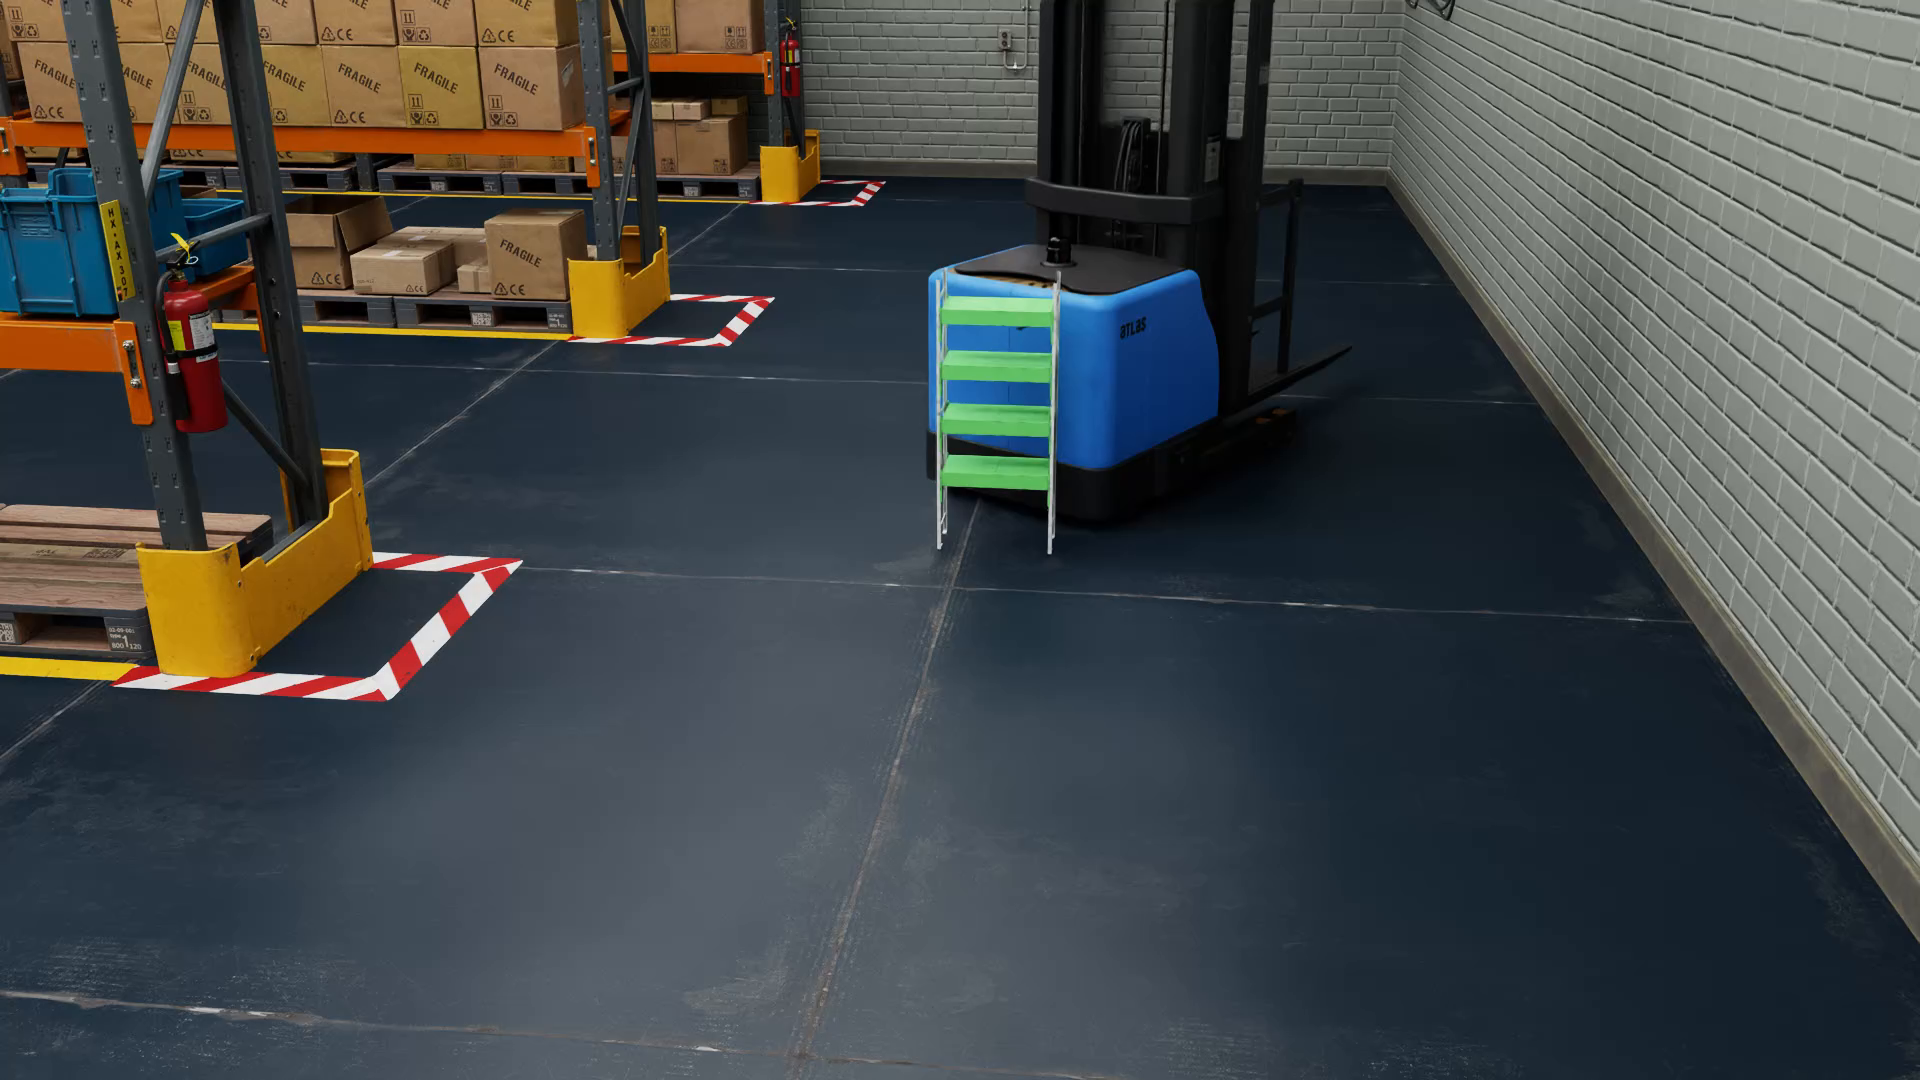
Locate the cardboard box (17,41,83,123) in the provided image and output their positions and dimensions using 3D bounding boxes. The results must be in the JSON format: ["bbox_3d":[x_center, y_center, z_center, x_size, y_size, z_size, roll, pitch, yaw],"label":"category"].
[{"bbox_3d":[-5.698,-3.005,10.825,0.500,0.500,0.500,3,22,8],"label":"cardboard box"}]

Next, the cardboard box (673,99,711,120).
[{"bbox_3d":[-2.477,-3.983,15.381,0.250,0.149,0.380,2,22,6],"label":"cardboard box"}]

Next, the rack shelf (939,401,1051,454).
[{"bbox_3d":[0.164,-0.491,7.225,0.480,0.148,0.258,2,22,6],"label":"rack shelf"}]

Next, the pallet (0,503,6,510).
[{"bbox_3d":[-4.809,0.095,6.913,1.213,0.211,1.003,2,22,6],"label":"pallet"}]

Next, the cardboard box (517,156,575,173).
[{"bbox_3d":[-3.854,-3.806,15.815,0.500,0.500,0.700,3,22,8],"label":"cardboard box"}]

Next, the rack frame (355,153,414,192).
[{"bbox_3d":[-5.593,-4.889,15.725,0.127,3.000,1.000,2,22,6],"label":"rack frame"}]

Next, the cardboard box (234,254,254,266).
[{"bbox_3d":[-4.921,-1.836,11.259,0.250,0.166,0.380,2,22,6],"label":"cardboard box"}]

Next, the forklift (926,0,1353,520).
[{"bbox_3d":[1.124,-1.929,8.332,1.130,2.935,3.031,15,26,34],"label":"forklift"}]

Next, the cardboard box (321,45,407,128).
[{"bbox_3d":[-3.687,-2.918,10.605,0.500,0.500,0.500,3,22,7],"label":"cardboard box"}]

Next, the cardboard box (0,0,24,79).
[{"bbox_3d":[-6.616,-3.424,11.313,0.500,0.500,0.700,-5,22,-12],"label":"cardboard box"}]

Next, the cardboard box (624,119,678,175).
[{"bbox_3d":[-2.825,-3.764,15.709,0.500,0.500,0.700,2,22,6],"label":"cardboard box"}]

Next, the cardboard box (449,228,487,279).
[{"bbox_3d":[-3.203,-1.981,11.513,0.500,0.250,0.500,2,22,6],"label":"cardboard box"}]

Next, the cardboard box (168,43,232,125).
[{"bbox_3d":[-4.693,-2.961,10.715,0.500,0.500,0.500,2,22,6],"label":"cardboard box"}]

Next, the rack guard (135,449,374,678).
[{"bbox_3d":[-2.761,0.060,6.607,0.348,0.500,1.175,2,22,6],"label":"rack guard"}]

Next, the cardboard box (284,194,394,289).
[{"bbox_3d":[-4.306,-2.044,11.328,0.637,0.503,0.797,2,22,6],"label":"cardboard box"}]

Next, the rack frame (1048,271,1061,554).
[{"bbox_3d":[0.407,-0.540,7.174,0.015,1.200,0.240,2,22,6],"label":"rack frame"}]

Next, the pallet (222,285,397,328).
[{"bbox_3d":[-4.275,-1.701,11.456,1.213,0.211,1.003,2,22,6],"label":"pallet"}]

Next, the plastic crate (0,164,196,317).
[{"bbox_3d":[-3.141,-1.089,5.985,0.499,0.435,0.616,2,22,6],"label":"plastic crate"}]

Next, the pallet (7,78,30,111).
[{"bbox_3d":[-6.953,-3.065,11.374,1.213,0.211,1.003,2,22,6],"label":"pallet"}]

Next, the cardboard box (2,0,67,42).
[{"bbox_3d":[-5.737,-3.468,10.637,0.500,0.500,0.500,3,22,8],"label":"cardboard box"}]

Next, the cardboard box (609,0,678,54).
[{"bbox_3d":[-2.852,-4.901,15.348,0.700,0.700,0.980,2,22,6],"label":"cardboard box"}]

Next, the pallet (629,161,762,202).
[{"bbox_3d":[-2.424,-3.425,15.816,1.213,0.211,1.003,2,22,6],"label":"pallet"}]

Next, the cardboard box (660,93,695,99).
[{"bbox_3d":[-2.683,-4.133,15.761,0.250,0.149,0.380,3,22,6],"label":"cardboard box"}]

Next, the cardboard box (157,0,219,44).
[{"bbox_3d":[-4.715,-3.424,10.524,0.500,0.500,0.500,2,22,5],"label":"cardboard box"}]

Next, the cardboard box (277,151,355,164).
[{"bbox_3d":[-6.254,-4.065,15.995,0.750,0.750,0.750,3,22,7],"label":"cardboard box"}]

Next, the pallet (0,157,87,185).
[{"bbox_3d":[-8.791,-3.703,16.520,1.213,0.211,1.003,2,22,6],"label":"pallet"}]

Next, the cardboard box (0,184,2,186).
[{"bbox_3d":[-7.155,-2.251,11.855,0.500,0.500,0.500,3,22,7],"label":"cardboard box"}]

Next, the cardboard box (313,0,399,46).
[{"bbox_3d":[-3.692,-3.379,10.412,0.500,0.500,0.500,3,22,8],"label":"cardboard box"}]

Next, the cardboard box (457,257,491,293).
[{"bbox_3d":[-3.161,-1.778,11.112,0.250,0.166,0.380,2,22,6],"label":"cardboard box"}]

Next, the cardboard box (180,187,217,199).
[{"bbox_3d":[-5.573,-2.201,11.729,0.500,0.500,0.500,2,22,6],"label":"cardboard box"}]

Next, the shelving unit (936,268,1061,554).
[{"bbox_3d":[0.164,-0.551,7.201,0.503,1.200,0.258,2,22,6],"label":"shelving unit"}]

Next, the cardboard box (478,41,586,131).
[{"bbox_3d":[-2.677,-2.873,10.492,0.500,0.500,0.500,3,22,8],"label":"cardboard box"}]

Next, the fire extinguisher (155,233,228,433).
[{"bbox_3d":[-2.690,-0.717,5.785,0.183,0.674,0.296,2,22,6],"label":"fire extinguisher"}]

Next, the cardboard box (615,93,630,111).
[{"bbox_3d":[-3.184,-4.155,15.816,0.250,0.149,0.380,3,22,7],"label":"cardboard box"}]

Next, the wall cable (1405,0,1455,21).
[{"bbox_3d":[3.954,-5.686,13.807,0.112,2.526,3.097,2,22,6],"label":"wall cable"}]

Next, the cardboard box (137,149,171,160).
[{"bbox_3d":[-7.981,-4.137,16.178,0.750,0.750,0.750,2,22,6],"label":"cardboard box"}]

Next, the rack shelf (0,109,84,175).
[{"bbox_3d":[-8.158,-2.832,11.501,4.000,0.370,1.077,2,22,6],"label":"rack shelf"}]

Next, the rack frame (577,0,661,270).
[{"bbox_3d":[-2.200,-2.907,10.713,0.127,3.000,1.000,2,22,6],"label":"rack frame"}]

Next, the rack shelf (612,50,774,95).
[{"bbox_3d":[-3.607,-4.468,15.639,4.000,0.370,1.077,2,22,6],"label":"rack shelf"}]

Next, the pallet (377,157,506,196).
[{"bbox_3d":[-4.847,-3.530,16.083,1.213,0.211,1.003,2,22,6],"label":"pallet"}]

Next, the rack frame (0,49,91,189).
[{"bbox_3d":[-6.172,-3.080,11.150,0.127,3.000,1.000,2,22,6],"label":"rack frame"}]

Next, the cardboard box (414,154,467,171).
[{"bbox_3d":[-4.862,-3.852,15.931,0.500,0.500,0.700,3,22,7],"label":"cardboard box"}]

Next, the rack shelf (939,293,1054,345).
[{"bbox_3d":[0.164,-0.938,7.048,0.480,0.148,0.258,2,22,6],"label":"rack shelf"}]

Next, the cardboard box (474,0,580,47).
[{"bbox_3d":[-2.674,-3.337,10.305,0.500,0.500,0.500,2,22,6],"label":"cardboard box"}]
